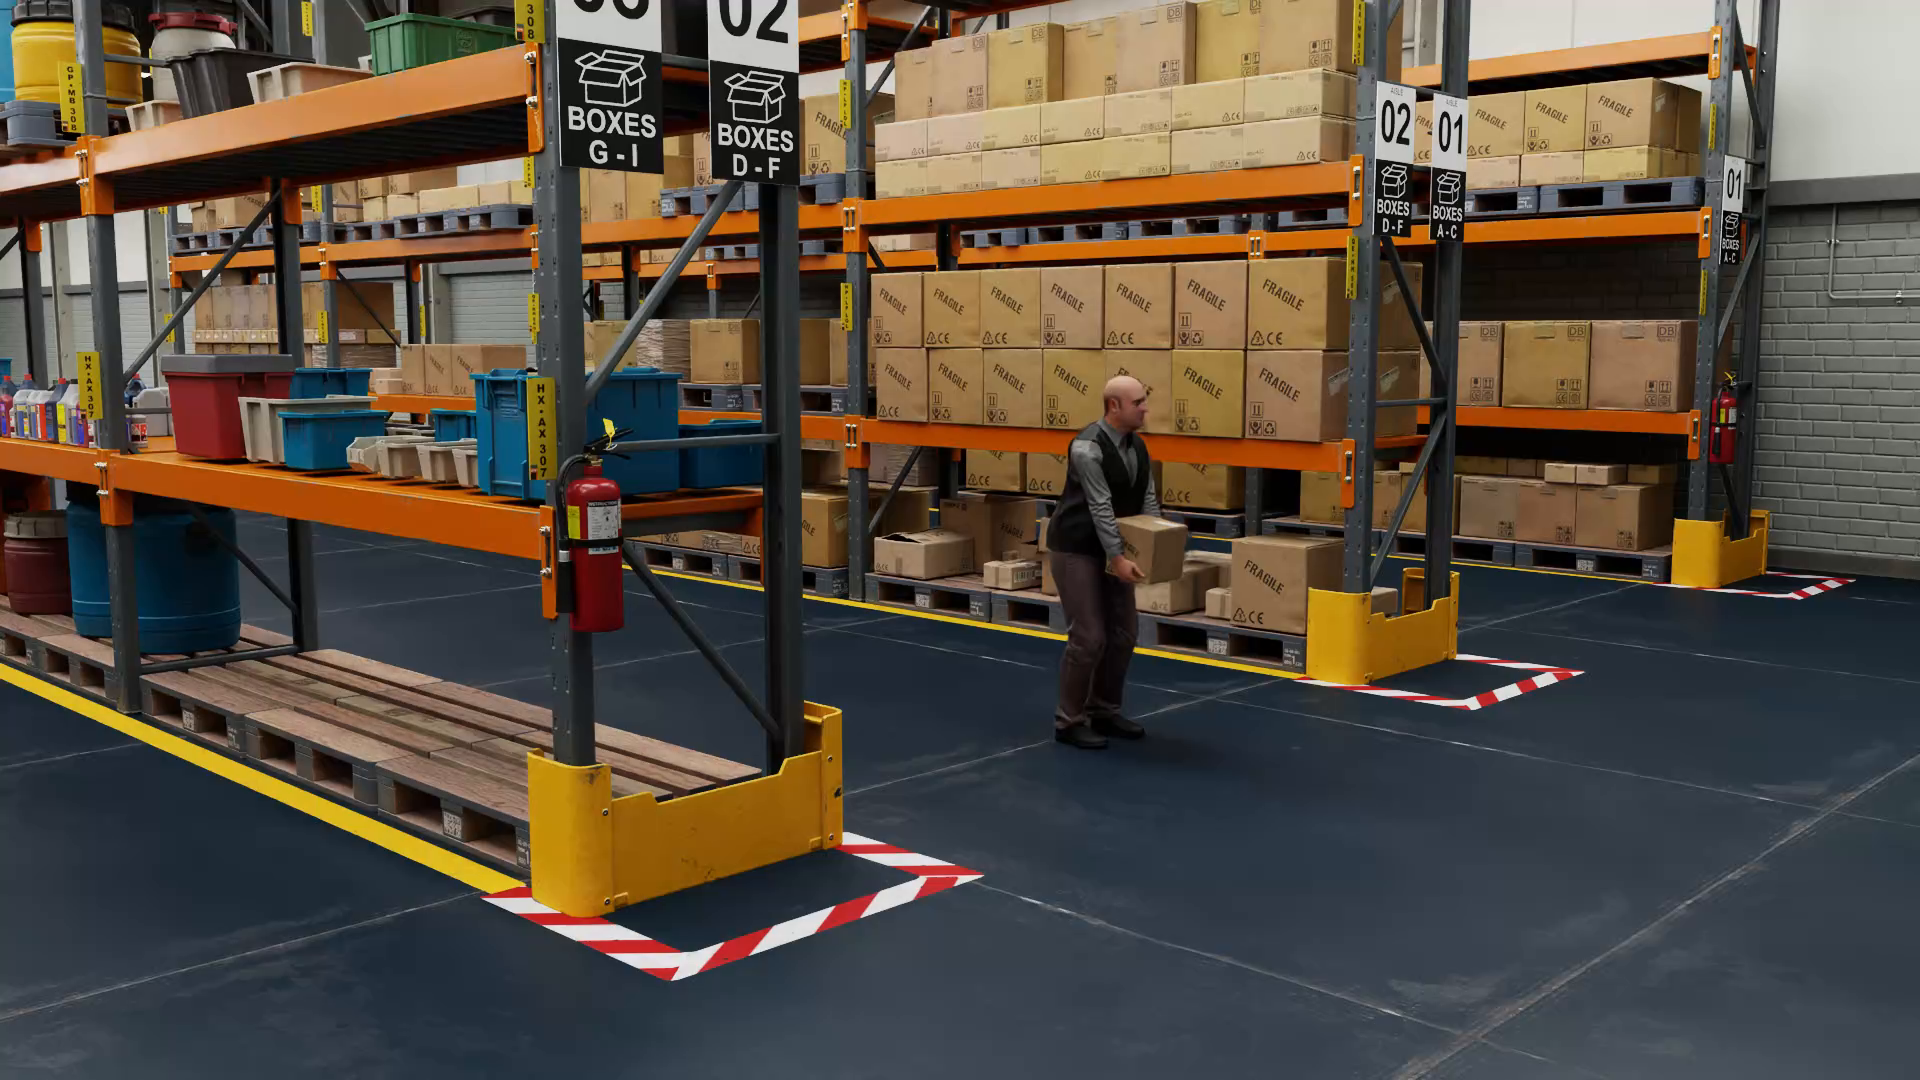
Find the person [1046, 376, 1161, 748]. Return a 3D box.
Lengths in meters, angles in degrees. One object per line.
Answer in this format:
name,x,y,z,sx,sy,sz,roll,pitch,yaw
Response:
person,0.705,0.096,7.677,0.582,1.703,0.486,6,9,42
